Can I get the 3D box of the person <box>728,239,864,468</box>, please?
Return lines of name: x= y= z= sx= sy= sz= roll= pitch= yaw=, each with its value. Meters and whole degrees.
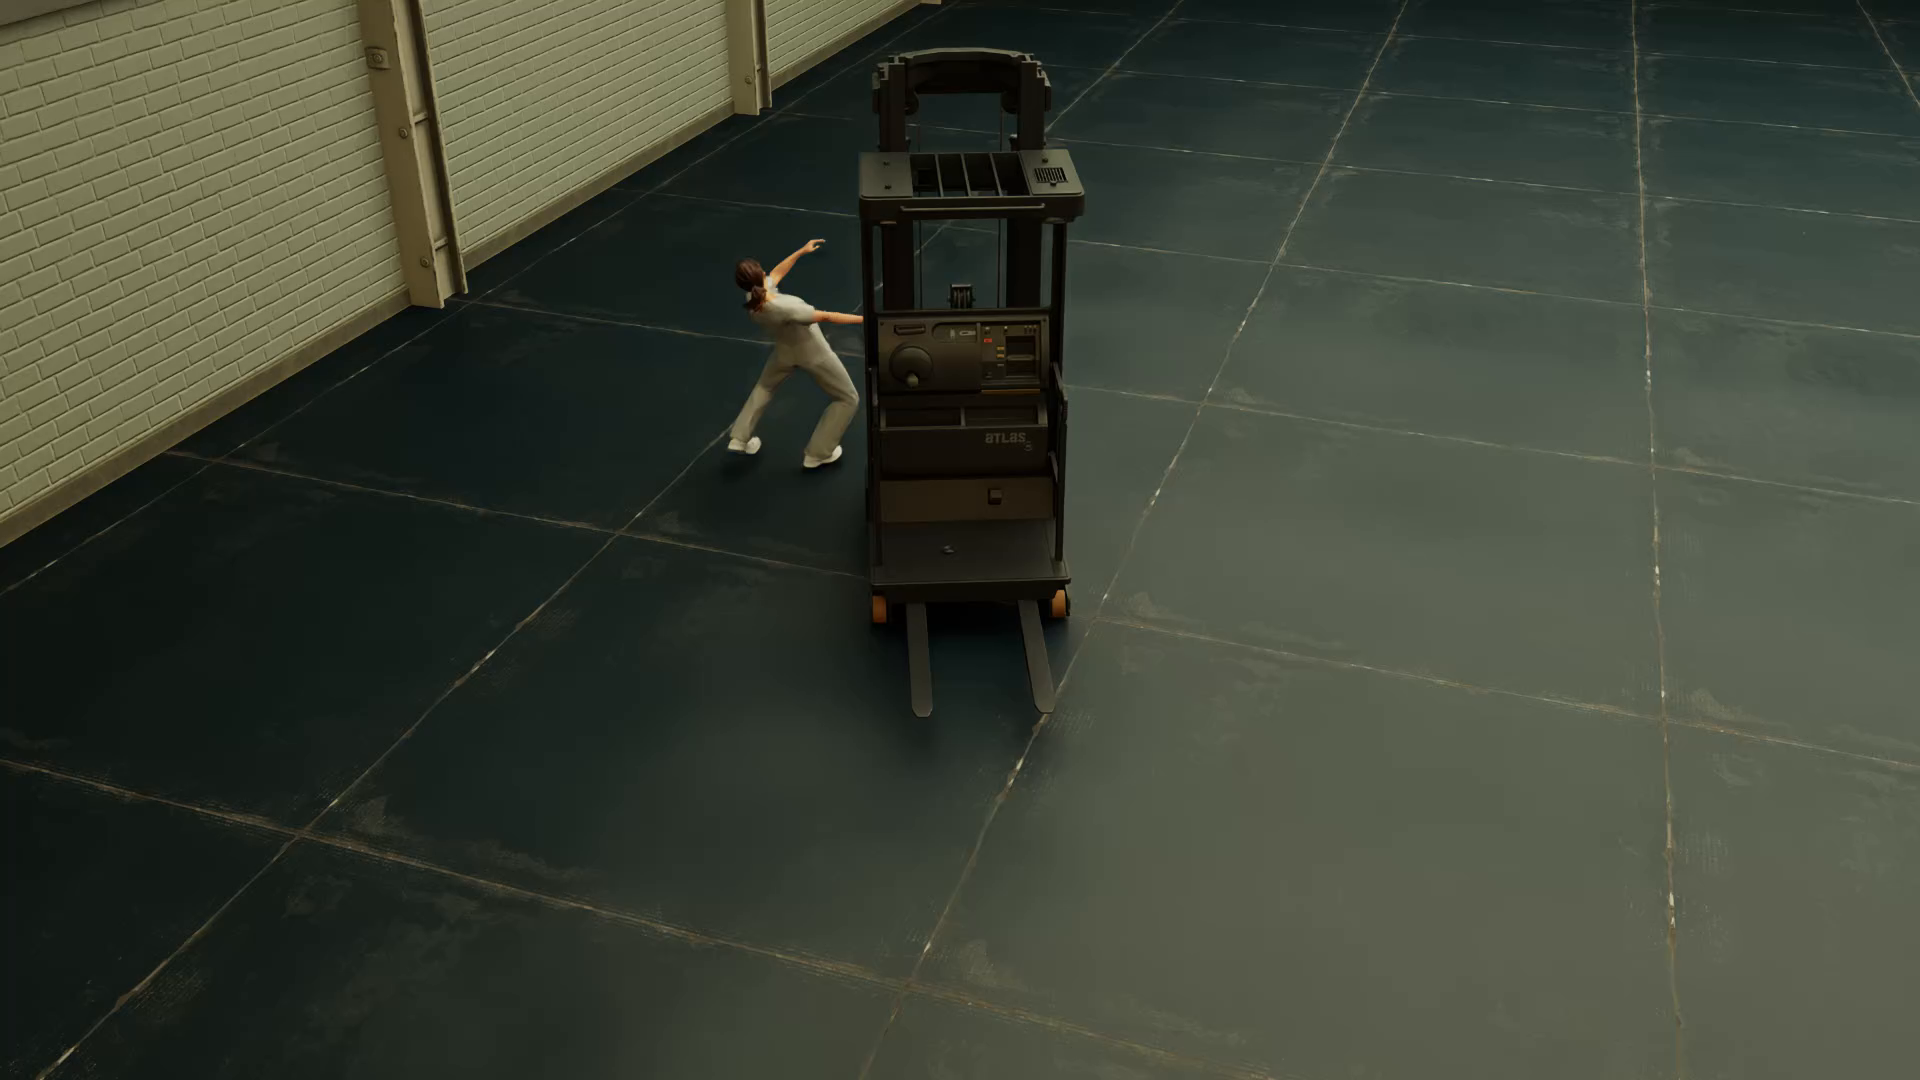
person: x=-0.963 y=-1.141 z=10.616 sx=0.987 sy=1.430 sz=0.719 roll=14 pitch=32 yaw=22

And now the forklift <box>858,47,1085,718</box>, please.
forklift: x=0.035 y=-0.972 z=8.842 sx=1.130 sy=2.935 sz=3.031 roll=-2 pitch=30 yaw=-3
